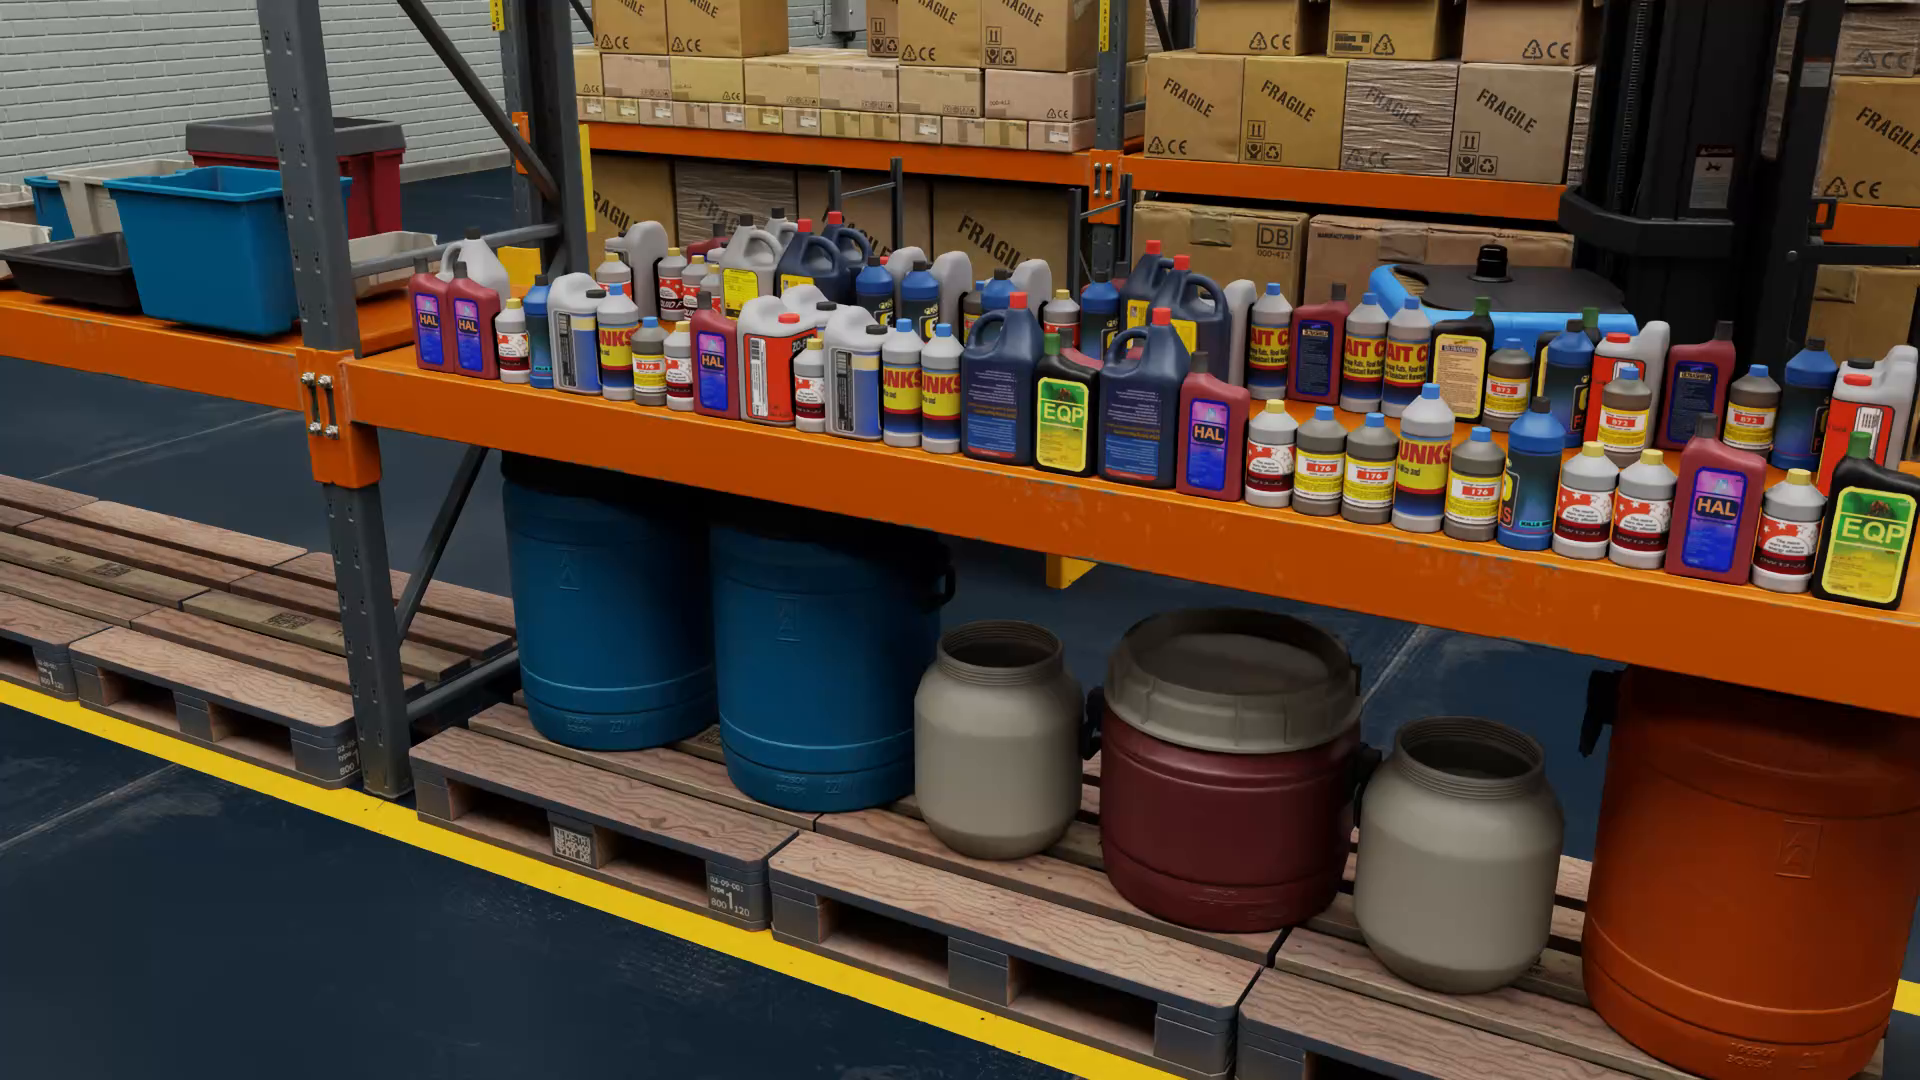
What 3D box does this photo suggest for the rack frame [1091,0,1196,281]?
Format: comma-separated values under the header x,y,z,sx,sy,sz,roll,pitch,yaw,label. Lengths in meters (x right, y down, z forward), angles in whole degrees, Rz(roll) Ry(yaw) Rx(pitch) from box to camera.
x,y,z,sx,sy,sz,roll,pitch,yaw,label
0.979,-2.288,8.773,0.127,3.000,1.000,11,23,27,rack frame

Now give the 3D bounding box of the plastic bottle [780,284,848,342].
x,y,z,sx,sy,sz,roll,pitch,yaw,label
-0.336,-0.456,3.905,0.135,0.276,0.152,11,23,27,plastic bottle

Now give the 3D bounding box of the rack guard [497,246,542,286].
x,y,z,sx,sy,sz,roll,pitch,yaw,label
-2.534,-1.782,11.044,0.348,0.500,1.175,11,23,27,rack guard

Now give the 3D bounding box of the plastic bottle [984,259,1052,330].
x,y,z,sx,sy,sz,roll,pitch,yaw,label
0.144,-0.580,4.247,0.135,0.276,0.152,11,23,27,plastic bottle

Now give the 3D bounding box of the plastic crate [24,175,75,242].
x,y,z,sx,sy,sz,roll,pitch,yaw,label
-3.011,-1.163,5.829,0.300,0.233,0.416,11,23,27,plastic crate

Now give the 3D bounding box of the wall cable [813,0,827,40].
x,y,z,sx,sy,sz,roll,pitch,yaw,label
-1.933,-7.736,22.302,0.122,1.984,0.588,11,23,27,wall cable

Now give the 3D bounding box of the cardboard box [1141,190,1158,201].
x,y,z,sx,sy,sz,roll,pitch,yaw,label
1.652,-2.834,13.845,0.250,0.149,0.380,11,23,27,cardboard box

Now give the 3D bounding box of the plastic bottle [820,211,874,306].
x,y,z,sx,sy,sz,roll,pitch,yaw,label
-0.313,-0.704,4.479,0.185,0.351,0.144,11,23,27,plastic bottle

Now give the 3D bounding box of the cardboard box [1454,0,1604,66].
x,y,z,sx,sy,sz,roll,pitch,yaw,label
2.684,-2.486,7.703,0.637,0.503,0.797,12,23,29,cardboard box

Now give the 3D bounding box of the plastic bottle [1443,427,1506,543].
x,y,z,sx,sy,sz,roll,pitch,yaw,label
0.946,-0.106,3.051,0.097,0.201,0.097,0,20,0,plastic bottle

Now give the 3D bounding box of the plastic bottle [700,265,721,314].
x,y,z,sx,sy,sz,roll,pitch,yaw,label
-0.661,-0.650,4.548,0.097,0.201,0.097,0,20,0,plastic bottle

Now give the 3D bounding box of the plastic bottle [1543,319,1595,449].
x,y,z,sx,sy,sz,roll,pitch,yaw,label
1.314,-0.342,3.598,0.097,0.271,0.097,0,20,0,plastic bottle

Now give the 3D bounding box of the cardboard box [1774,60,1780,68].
x,y,z,sx,sy,sz,roll,pitch,yaw,label
3.728,-1.916,7.603,0.500,0.500,0.500,10,22,26,cardboard box

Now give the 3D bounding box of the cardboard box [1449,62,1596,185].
x,y,z,sx,sy,sz,roll,pitch,yaw,label
2.588,-1.933,7.648,0.500,0.500,0.500,11,23,28,cardboard box

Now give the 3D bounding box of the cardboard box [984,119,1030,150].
x,y,z,sx,sy,sz,roll,pitch,yaw,label
0.328,-2.166,8.805,0.250,0.149,0.380,11,23,28,cardboard box

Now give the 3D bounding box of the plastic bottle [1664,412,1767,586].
x,y,z,sx,sy,sz,roll,pitch,yaw,label
1.293,-0.072,2.835,0.133,0.283,0.061,11,23,27,plastic bottle

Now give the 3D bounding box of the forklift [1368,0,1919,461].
x,y,z,sx,sy,sz,roll,pitch,yaw,label
3.149,-1.311,6.182,3.031,2.935,1.130,2,20,4,forklift

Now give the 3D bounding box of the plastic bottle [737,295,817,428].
x,y,z,sx,sy,sz,roll,pitch,yaw,label
-0.410,-0.411,3.780,0.135,0.276,0.152,11,23,27,plastic bottle

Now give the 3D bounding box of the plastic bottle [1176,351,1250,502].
x,y,z,sx,sy,sz,roll,pitch,yaw,label
0.496,-0.224,3.254,0.133,0.283,0.061,11,23,27,plastic bottle

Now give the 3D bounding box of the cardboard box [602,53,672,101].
x,y,z,sx,sy,sz,roll,pitch,yaw,label
-1.769,-2.778,9.907,0.500,0.250,0.500,10,22,27,cardboard box

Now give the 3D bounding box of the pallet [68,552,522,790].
x,y,z,sx,sy,sz,roll,pitch,yaw,label
-2.097,0.387,5.489,1.213,0.211,1.003,11,23,27,pallet

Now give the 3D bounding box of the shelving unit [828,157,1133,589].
x,y,z,sx,sy,sz,roll,pitch,yaw,label
0.067,-0.692,6.574,1.083,1.500,0.587,11,23,27,shelving unit

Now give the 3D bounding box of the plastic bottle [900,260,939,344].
x,y,z,sx,sy,sz,roll,pitch,yaw,label
-0.103,-0.576,4.243,0.097,0.271,0.097,0,20,0,plastic bottle

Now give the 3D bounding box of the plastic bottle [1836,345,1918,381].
x,y,z,sx,sy,sz,roll,pitch,yaw,label
1.835,-0.258,3.359,0.135,0.276,0.152,11,23,27,plastic bottle

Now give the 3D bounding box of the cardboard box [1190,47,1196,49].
x,y,z,sx,sy,sz,roll,pitch,yaw,label
1.520,-2.338,8.766,0.500,0.500,0.500,11,23,27,cardboard box

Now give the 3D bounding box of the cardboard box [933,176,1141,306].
x,y,z,sx,sy,sz,roll,pitch,yaw,label
0.442,-1.620,9.432,0.875,0.875,0.875,11,23,27,cardboard box

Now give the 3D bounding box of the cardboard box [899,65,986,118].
x,y,z,sx,sy,sz,roll,pitch,yaw,label
0.012,-2.438,8.970,0.500,0.250,0.500,12,23,29,cardboard box

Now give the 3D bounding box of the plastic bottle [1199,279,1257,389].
x,y,z,sx,sy,sz,roll,pitch,yaw,label
0.625,-0.489,3.995,0.135,0.276,0.152,11,23,27,plastic bottle

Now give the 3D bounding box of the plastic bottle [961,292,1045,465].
x,y,z,sx,sy,sz,roll,pitch,yaw,label
0.100,-0.347,3.495,0.185,0.351,0.144,11,23,27,plastic bottle

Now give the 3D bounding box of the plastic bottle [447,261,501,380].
x,y,z,sx,sy,sz,roll,pitch,yaw,label
-1.208,-0.548,4.149,0.133,0.283,0.061,11,23,27,plastic bottle

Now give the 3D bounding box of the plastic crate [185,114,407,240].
x,y,z,sx,sy,sz,roll,pitch,yaw,label
-2.094,-1.095,5.302,0.583,0.464,0.402,11,23,27,plastic crate

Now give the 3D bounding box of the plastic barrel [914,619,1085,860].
x,y,z,sx,sy,sz,roll,pitch,yaw,label
0.098,0.493,4.141,0.421,0.512,0.421,0,20,0,plastic barrel

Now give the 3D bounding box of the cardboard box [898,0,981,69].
x,y,z,sx,sy,sz,roll,pitch,yaw,label
0.012,-2.791,8.844,0.500,0.500,0.500,11,23,28,cardboard box

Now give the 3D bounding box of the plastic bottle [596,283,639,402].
x,y,z,sx,sy,sz,roll,pitch,yaw,label
-0.811,-0.474,3.962,0.097,0.271,0.097,0,20,0,plastic bottle

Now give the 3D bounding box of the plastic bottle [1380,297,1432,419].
x,y,z,sx,sy,sz,roll,pitch,yaw,label
1.026,-0.421,3.815,0.097,0.271,0.097,0,20,0,plastic bottle

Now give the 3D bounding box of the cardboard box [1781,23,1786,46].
x,y,z,sx,sy,sz,roll,pitch,yaw,label
5.642,-3.377,11.091,0.250,0.149,0.380,11,23,27,cardboard box

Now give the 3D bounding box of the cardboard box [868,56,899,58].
x,y,z,sx,sy,sz,roll,pitch,yaw,label
-0.190,-2.682,9.643,0.500,0.250,0.500,11,23,29,cardboard box

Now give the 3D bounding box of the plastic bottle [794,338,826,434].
x,y,z,sx,sy,sz,roll,pitch,yaw,label
-0.322,-0.348,3.717,0.097,0.201,0.097,0,20,0,plastic bottle

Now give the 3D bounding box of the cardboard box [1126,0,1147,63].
x,y,z,sx,sy,sz,roll,pitch,yaw,label
0.685,-2.865,9.049,0.500,0.500,0.500,11,23,27,cardboard box

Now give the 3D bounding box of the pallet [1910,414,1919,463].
x,y,z,sx,sy,sz,roll,pitch,yaw,label
3.819,-0.465,7.838,1.213,0.211,1.003,11,23,27,pallet

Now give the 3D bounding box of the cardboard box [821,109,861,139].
x,y,z,sx,sy,sz,roll,pitch,yaw,label
-0.569,-2.336,9.276,0.250,0.149,0.380,10,22,26,cardboard box

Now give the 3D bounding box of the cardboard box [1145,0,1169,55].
x,y,z,sx,sy,sz,roll,pitch,yaw,label
1.600,-4.193,13.443,0.500,0.500,0.500,10,22,26,cardboard box

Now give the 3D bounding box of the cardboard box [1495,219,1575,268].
x,y,z,sx,sy,sz,roll,pitch,yaw,label
3.104,-1.093,7.978,0.875,0.875,1.225,11,23,27,cardboard box

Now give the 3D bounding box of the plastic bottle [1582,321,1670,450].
x,y,z,sx,sy,sz,roll,pitch,yaw,label
1.431,-0.335,3.571,0.135,0.276,0.152,11,23,27,plastic bottle

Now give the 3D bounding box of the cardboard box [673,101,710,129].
x,y,z,sx,sy,sz,roll,pitch,yaw,label
-1.466,-2.507,9.747,0.250,0.149,0.380,10,22,26,cardboard box

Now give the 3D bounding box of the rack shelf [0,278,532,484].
x,y,z,sx,sy,sz,roll,pitch,yaw,label
-3.183,-0.808,5.748,4.000,0.370,1.077,11,23,27,rack shelf

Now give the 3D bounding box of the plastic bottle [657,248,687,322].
x,y,z,sx,sy,sz,roll,pitch,yaw,label
-0.820,-0.739,4.796,0.097,0.201,0.097,0,20,0,plastic bottle
